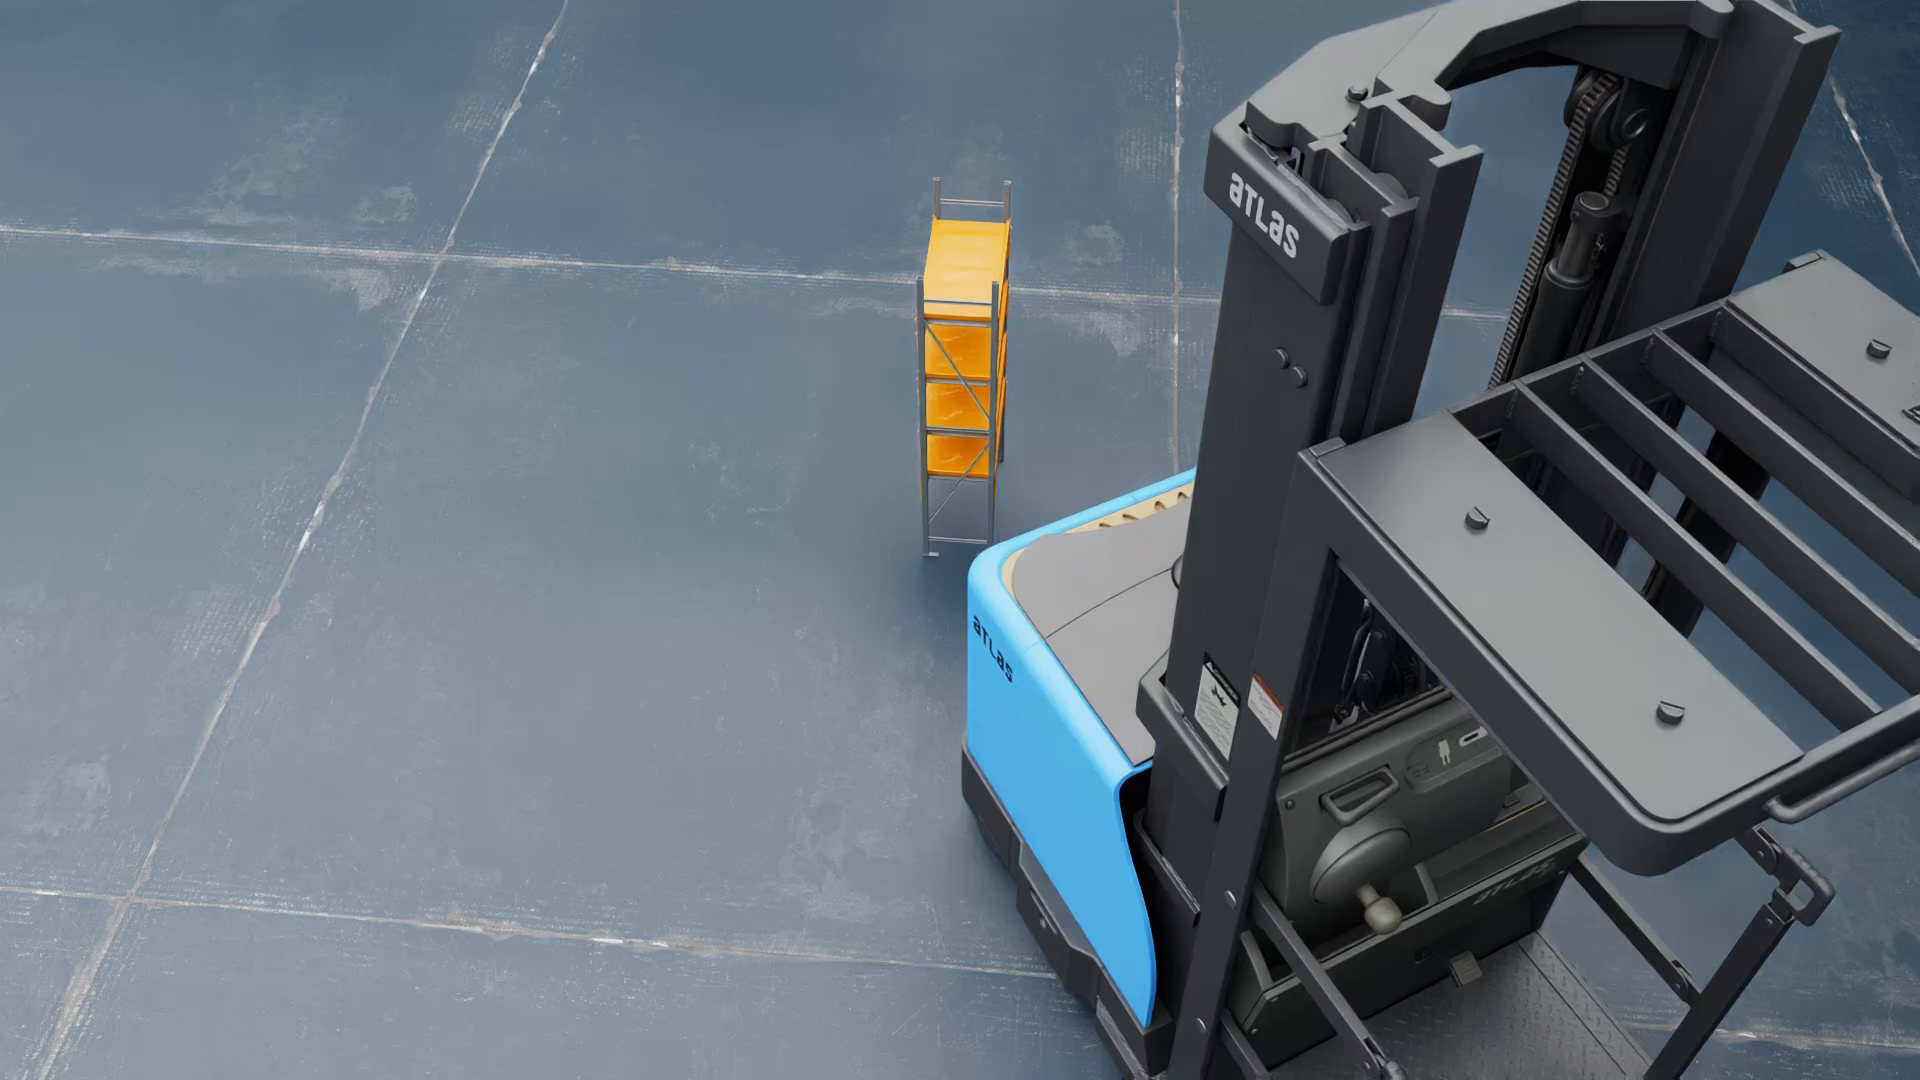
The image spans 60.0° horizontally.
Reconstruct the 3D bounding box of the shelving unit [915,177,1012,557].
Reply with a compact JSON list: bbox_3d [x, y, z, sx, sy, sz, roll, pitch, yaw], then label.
[{"bbox_3d":[0.015,-0.527,5.419,0.258,1.200,0.503,4,48,4],"label":"shelving unit"}]

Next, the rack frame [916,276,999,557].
[{"bbox_3d":[-0.007,-0.347,5.255,0.240,1.200,0.015,4,48,4],"label":"rack frame"}]

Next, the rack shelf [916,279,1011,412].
[{"bbox_3d":[0.015,-0.632,5.303,0.258,0.148,0.480,4,48,4],"label":"rack shelf"}]

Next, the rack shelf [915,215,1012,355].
[{"bbox_3d":[0.015,-0.792,5.129,0.258,0.148,0.480,4,48,4],"label":"rack shelf"}]

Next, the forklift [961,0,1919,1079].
[{"bbox_3d":[1.129,0.578,3.235,1.130,2.935,3.031,-21,51,-18],"label":"forklift"}]

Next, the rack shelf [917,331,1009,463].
[{"bbox_3d":[0.015,-0.481,5.468,0.258,0.148,0.480,4,48,4],"label":"rack shelf"}]

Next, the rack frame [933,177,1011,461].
[{"bbox_3d":[0.037,-0.706,5.583,0.240,1.200,0.015,4,48,4],"label":"rack frame"}]

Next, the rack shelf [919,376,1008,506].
[{"bbox_3d":[0.015,-0.347,5.615,0.258,0.148,0.480,4,48,4],"label":"rack shelf"}]
